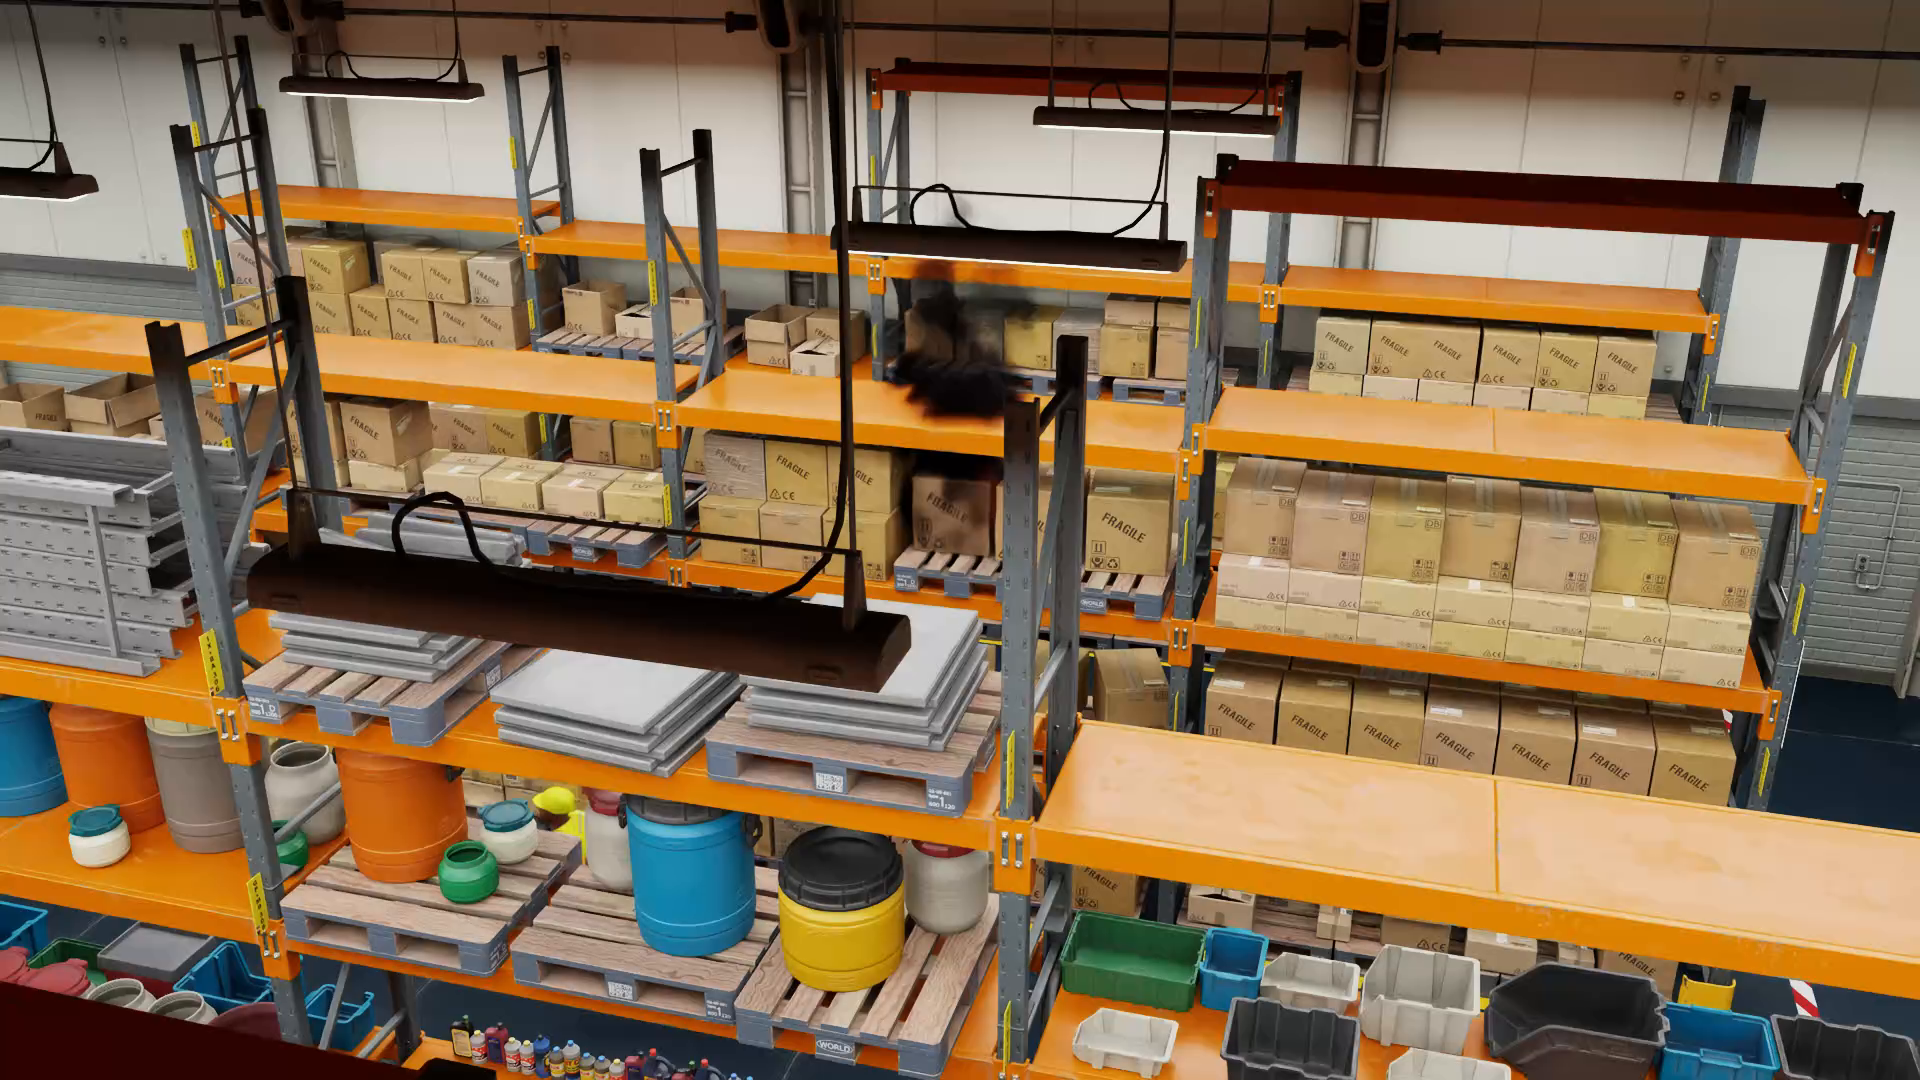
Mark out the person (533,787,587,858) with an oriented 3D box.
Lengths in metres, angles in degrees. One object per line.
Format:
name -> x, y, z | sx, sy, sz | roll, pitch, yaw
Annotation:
person -> -2.677, 2.508, 11.762 | 0.622, 1.725, 0.682 | 2, 23, 5
